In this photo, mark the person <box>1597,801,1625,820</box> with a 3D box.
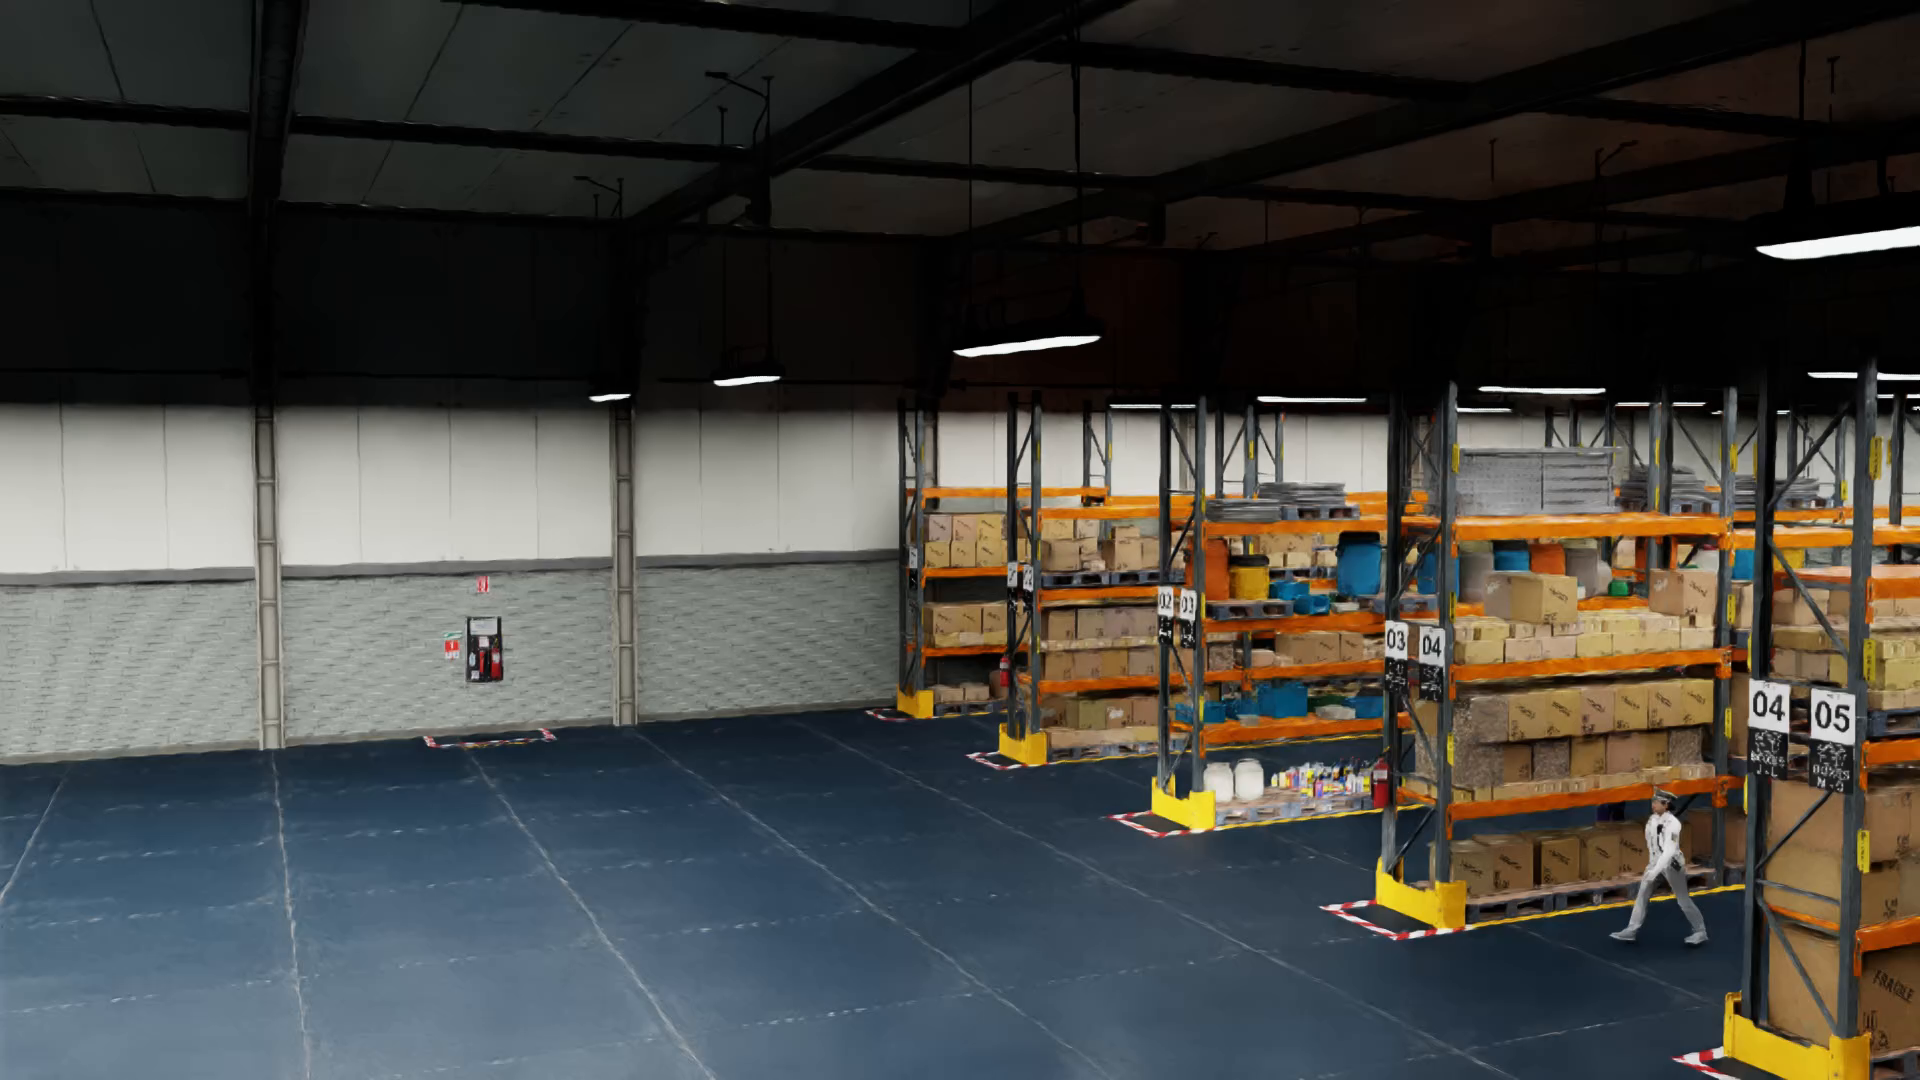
[{"bbox_3d":[8.580,3.055,21.735,0.424,1.651,0.507,2,4,36],"label":"person"}]

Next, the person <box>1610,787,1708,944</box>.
[{"bbox_3d":[7.212,3.336,17.051,0.997,1.621,0.482,-1,3,-15],"label":"person"}]
